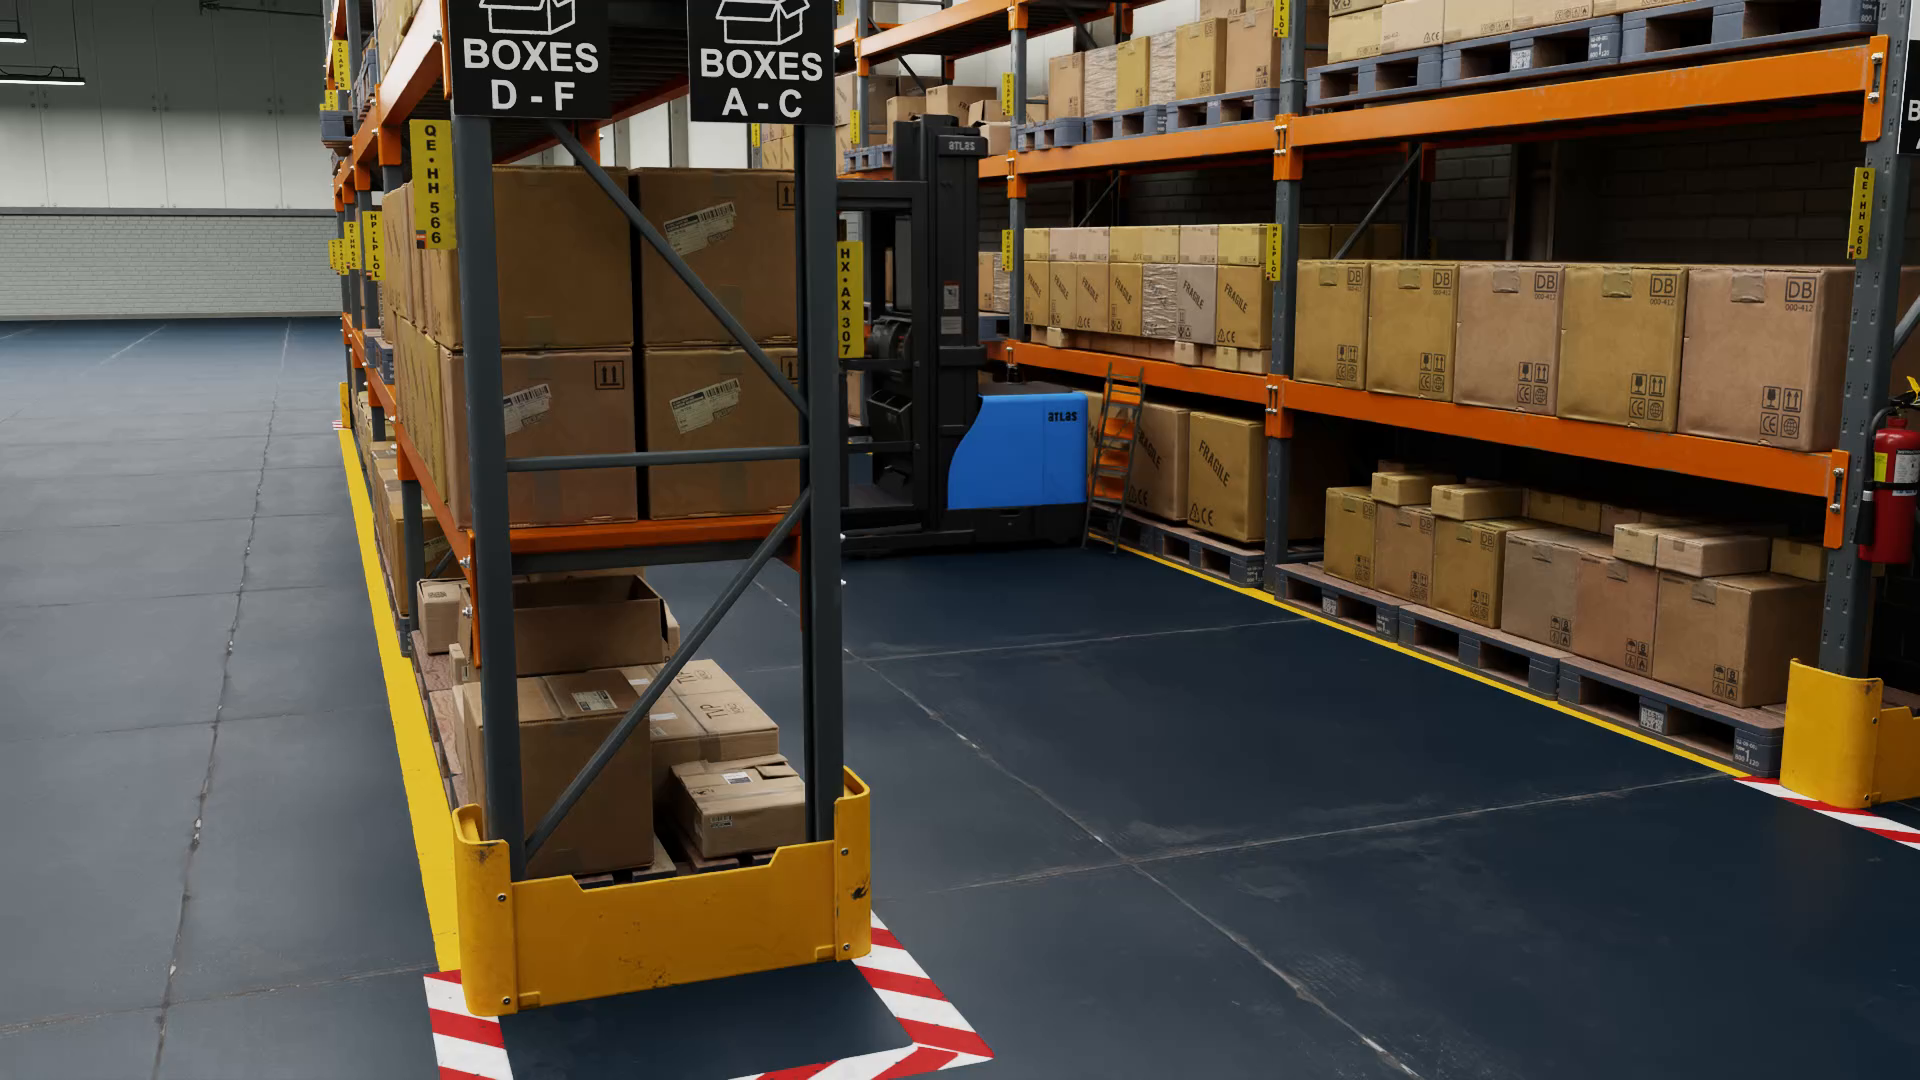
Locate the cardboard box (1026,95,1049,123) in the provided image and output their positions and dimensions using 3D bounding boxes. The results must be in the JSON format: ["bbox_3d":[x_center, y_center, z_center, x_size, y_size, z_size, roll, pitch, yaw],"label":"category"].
[{"bbox_3d":[0.843,-3.506,14.157,0.500,0.500,0.500,-4,11,-21],"label":"cardboard box"}]

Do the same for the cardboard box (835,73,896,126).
[{"bbox_3d":[-0.994,-4.584,17.361,0.500,0.500,0.500,-5,11,-26],"label":"cardboard box"}]

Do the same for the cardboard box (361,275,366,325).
[{"bbox_3d":[-5.539,-2.383,16.465,0.700,0.500,0.500,-4,11,-21],"label":"cardboard box"}]

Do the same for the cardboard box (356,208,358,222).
[{"bbox_3d":[-5.707,-3.100,16.793,0.700,0.500,0.500,-4,11,-21],"label":"cardboard box"}]

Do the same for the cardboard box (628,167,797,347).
[{"bbox_3d":[-0.742,-0.848,4.981,0.500,0.500,0.500,-4,11,-19],"label":"cardboard box"}]

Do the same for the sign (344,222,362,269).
[{"bbox_3d":[-4.242,-2.057,11.615,0.100,0.325,0.005,-4,11,-21],"label":"sign"}]

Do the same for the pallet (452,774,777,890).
[{"bbox_3d":[-1.144,1.013,5.621,1.003,0.211,1.213,-4,11,-21],"label":"pallet"}]

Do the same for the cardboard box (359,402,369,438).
[{"bbox_3d":[-4.892,-1.055,14.339,0.500,0.311,0.500,-4,11,-23],"label":"cardboard box"}]

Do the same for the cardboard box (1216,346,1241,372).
[{"bbox_3d":[1.840,-1.148,10.470,0.380,0.149,0.250,-4,11,-20],"label":"cardboard box"}]

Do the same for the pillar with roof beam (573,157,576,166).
[{"bbox_3d":[-13.659,-9.682,40.657,9.100,9.000,0.548,-4,11,-21],"label":"pillar with roof beam"}]

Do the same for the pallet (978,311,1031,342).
[{"bbox_3d":[0.532,-1.853,14.321,1.213,0.211,1.003,-4,11,-21],"label":"pallet"}]

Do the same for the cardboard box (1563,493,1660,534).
[{"bbox_3d":[3.213,-0.135,8.198,0.380,0.149,0.250,-4,11,-20],"label":"cardboard box"}]

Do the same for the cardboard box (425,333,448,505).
[{"bbox_3d":[-1.434,-0.407,5.356,0.500,0.500,0.500,-4,11,-20],"label":"cardboard box"}]

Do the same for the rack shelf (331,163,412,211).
[{"bbox_3d":[-5.900,-3.625,17.223,1.077,0.370,4.000,-4,11,-21],"label":"rack shelf"}]

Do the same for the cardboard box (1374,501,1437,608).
[{"bbox_3d":[2.694,0.050,9.014,0.700,0.500,0.500,-4,11,-21],"label":"cardboard box"}]

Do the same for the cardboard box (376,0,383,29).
[{"bbox_3d":[-2.331,-2.424,7.418,0.500,0.250,0.500,-4,11,-21],"label":"cardboard box"}]

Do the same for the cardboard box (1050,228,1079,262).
[{"bbox_3d":[1.010,-2.235,12.584,0.500,0.250,0.500,-4,11,-22],"label":"cardboard box"}]

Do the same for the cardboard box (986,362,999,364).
[{"bbox_3d":[0.078,-1.571,15.925,0.500,0.250,0.500,-4,11,-23],"label":"cardboard box"}]

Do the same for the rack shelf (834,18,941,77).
[{"bbox_3d":[-1.284,-5.415,18.731,1.077,0.370,4.000,-4,11,-21],"label":"rack shelf"}]

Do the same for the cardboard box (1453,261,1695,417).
[{"bbox_3d":[3.053,-1.006,8.151,0.980,0.700,0.700,-4,11,-24],"label":"cardboard box"}]

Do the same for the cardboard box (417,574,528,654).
[{"bbox_3d":[-2.326,0.319,7.981,0.500,0.311,0.500,-4,11,-21],"label":"cardboard box"}]

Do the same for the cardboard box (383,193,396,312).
[{"bbox_3d":[-2.180,-1.233,7.144,0.500,0.500,0.500,-4,11,-23],"label":"cardboard box"}]

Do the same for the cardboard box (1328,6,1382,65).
[{"bbox_3d":[2.344,-2.715,8.994,0.500,0.250,0.500,-4,11,-21],"label":"cardboard box"}]

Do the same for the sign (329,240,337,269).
[{"bbox_3d":[-7.144,-3.260,18.983,0.100,0.325,0.005,-4,11,-21],"label":"sign"}]

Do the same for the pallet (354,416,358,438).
[{"bbox_3d":[-6.309,-1.334,18.815,1.003,0.211,1.213,-4,11,-21],"label":"pallet"}]

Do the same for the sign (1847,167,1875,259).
[{"bbox_3d":[3.278,-1.187,6.044,0.100,0.325,0.005,-4,11,-21],"label":"sign"}]

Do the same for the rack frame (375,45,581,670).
[{"bbox_3d":[-2.276,-0.870,8.247,1.000,3.000,0.127,-4,11,-21],"label":"rack frame"}]

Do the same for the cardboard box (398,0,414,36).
[{"bbox_3d":[-1.623,-1.850,5.621,0.500,0.250,0.500,-4,11,-21],"label":"cardboard box"}]

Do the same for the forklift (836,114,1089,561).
[{"bbox_3d":[-0.670,-1.406,11.453,3.031,2.935,1.130,-3,11,-17],"label":"forklift"}]

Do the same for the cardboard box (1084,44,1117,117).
[{"bbox_3d":[1.360,-3.422,12.486,0.700,0.500,0.500,-5,11,-24],"label":"cardboard box"}]

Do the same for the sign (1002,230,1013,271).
[{"bbox_3d":[0.388,-2.333,13.391,0.100,0.325,0.005,-4,11,-21],"label":"sign"}]

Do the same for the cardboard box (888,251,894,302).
[{"bbox_3d":[-0.407,-2.671,16.832,0.700,0.500,0.500,-4,11,-21],"label":"cardboard box"}]

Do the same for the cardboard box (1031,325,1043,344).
[{"bbox_3d":[0.793,-1.656,13.323,0.380,0.149,0.250,-4,11,-22],"label":"cardboard box"}]

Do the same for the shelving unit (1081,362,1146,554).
[{"bbox_3d":[1.045,-0.563,11.370,0.258,1.200,0.503,9,19,2],"label":"shelving unit"}]

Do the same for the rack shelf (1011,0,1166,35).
[{"bbox_3d":[1.615,-3.914,11.425,1.077,0.370,4.000,-4,11,-21],"label":"rack shelf"}]

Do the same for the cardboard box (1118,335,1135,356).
[{"bbox_3d":[1.359,-1.406,11.920,0.380,0.149,0.250,-4,11,-21],"label":"cardboard box"}]

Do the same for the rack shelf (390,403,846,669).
[{"bbox_3d":[-1.551,-0.189,6.474,1.077,0.370,4.000,-4,11,-21],"label":"rack shelf"}]

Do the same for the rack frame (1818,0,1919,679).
[{"bbox_3d":[3.789,-0.532,6.347,1.000,3.000,0.127,-4,11,-21],"label":"rack frame"}]

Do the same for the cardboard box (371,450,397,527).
[{"bbox_3d":[-3.632,-0.331,11.099,0.500,0.500,0.500,-4,11,-23],"label":"cardboard box"}]

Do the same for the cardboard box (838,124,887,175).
[{"bbox_3d":[-0.974,-4.094,17.463,0.500,0.500,0.500,-4,11,-19],"label":"cardboard box"}]

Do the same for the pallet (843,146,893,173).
[{"bbox_3d":[-0.435,-3.768,16.508,1.213,0.211,1.003,-4,11,-21],"label":"pallet"}]

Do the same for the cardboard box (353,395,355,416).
[{"bbox_3d":[-6.453,-1.499,18.433,0.500,0.250,0.500,-4,11,-21],"label":"cardboard box"}]

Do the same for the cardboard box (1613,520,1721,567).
[{"bbox_3d":[3.132,0.013,7.366,0.380,0.149,0.250,-4,11,-19],"label":"cardboard box"}]

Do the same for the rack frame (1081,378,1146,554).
[{"bbox_3d":[1.027,-0.487,11.139,0.240,1.200,0.015,9,19,2],"label":"rack frame"}]

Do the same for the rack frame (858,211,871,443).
[{"bbox_3d":[-0.560,-2.491,17.358,1.000,3.000,0.127,-4,11,-21],"label":"rack frame"}]

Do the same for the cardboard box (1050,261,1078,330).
[{"bbox_3d":[1.009,-1.862,12.630,0.500,0.500,0.500,-4,11,-19],"label":"cardboard box"}]

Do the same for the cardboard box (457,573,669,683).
[{"bbox_3d":[-1.591,0.449,6.704,0.797,0.503,0.637,-4,11,-21],"label":"cardboard box"}]

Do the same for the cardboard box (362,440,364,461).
[{"bbox_3d":[-5.076,-0.864,14.863,0.500,0.250,0.500,-4,11,-19],"label":"cardboard box"}]

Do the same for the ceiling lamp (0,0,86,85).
[{"bbox_3d":[-21.885,-12.397,39.253,2.000,3.185,0.800,-4,11,-21],"label":"ceiling lamp"}]

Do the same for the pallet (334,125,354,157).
[{"bbox_3d":[-4.463,-3.194,13.287,1.003,0.211,1.213,-3,11,-18],"label":"pallet"}]

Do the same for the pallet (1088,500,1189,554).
[{"bbox_3d":[1.544,-0.133,12.064,1.003,0.211,1.213,-4,11,-21],"label":"pallet"}]
